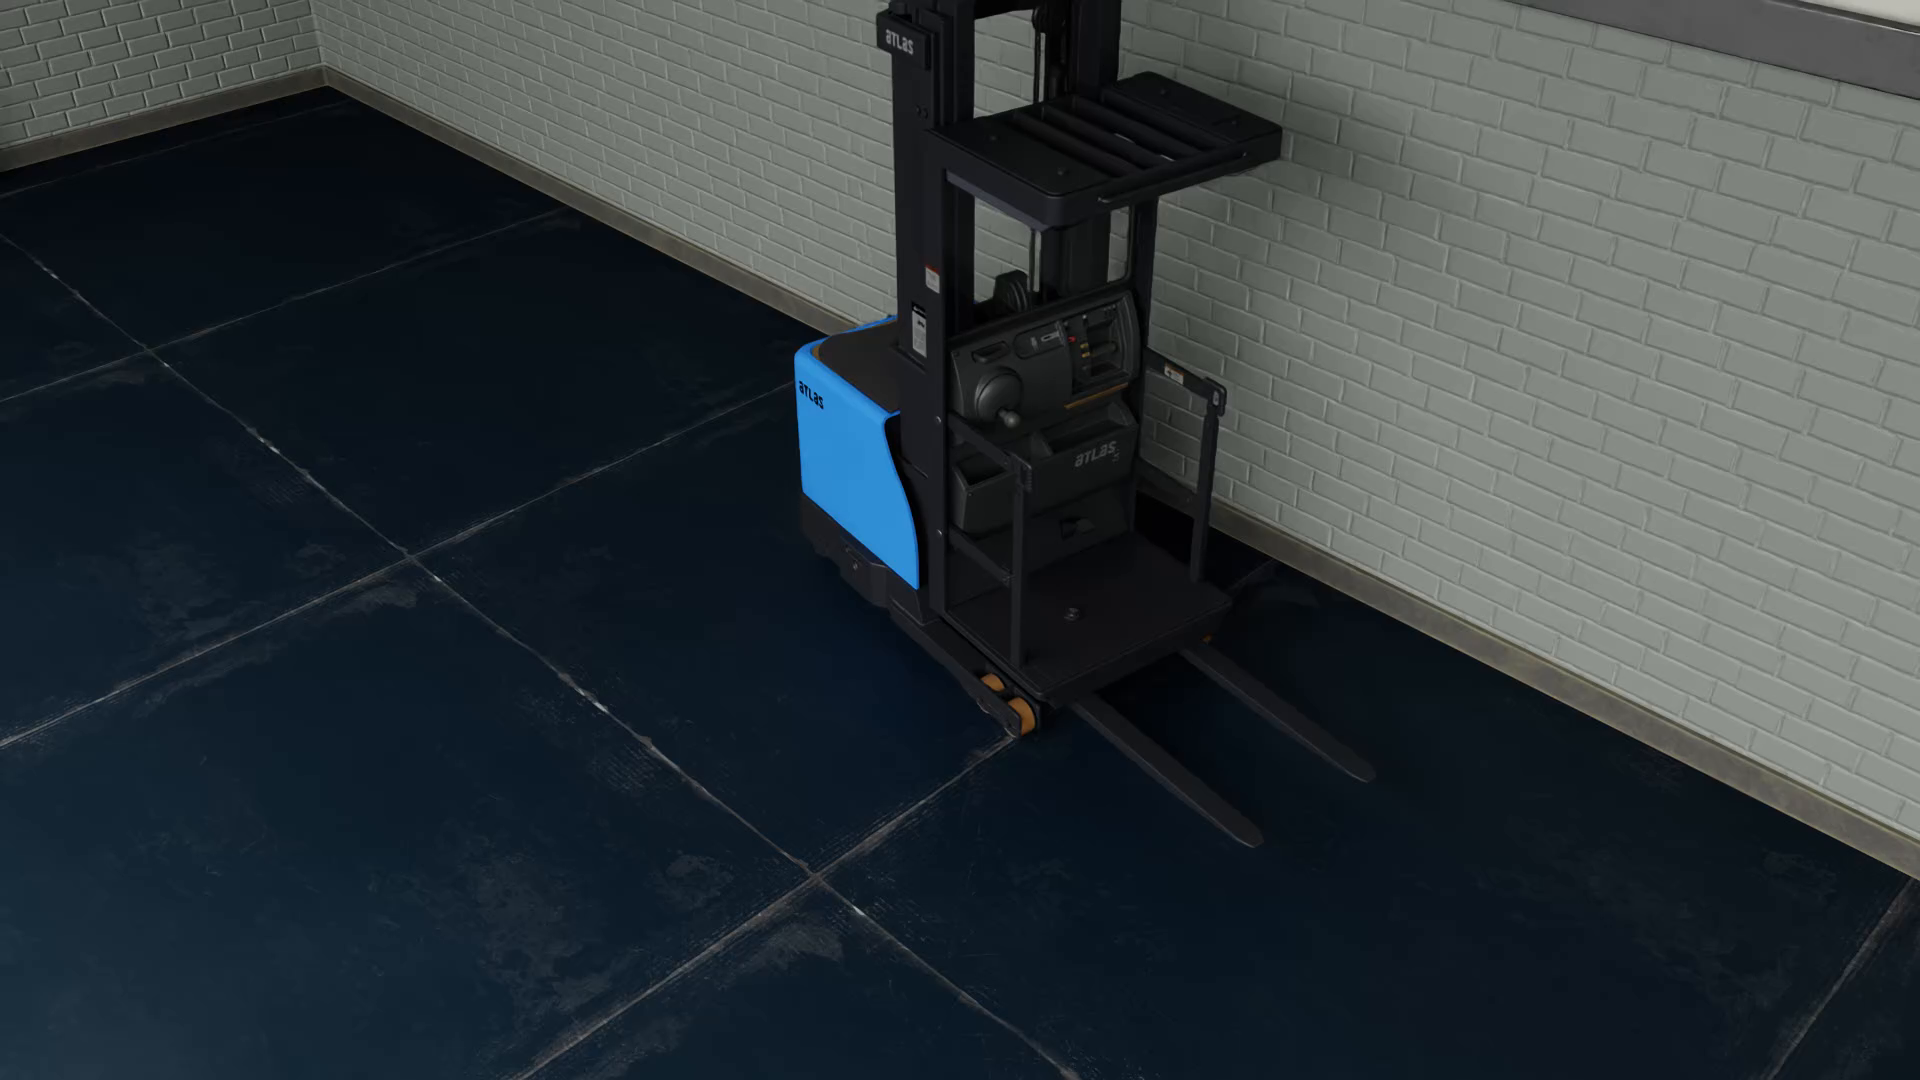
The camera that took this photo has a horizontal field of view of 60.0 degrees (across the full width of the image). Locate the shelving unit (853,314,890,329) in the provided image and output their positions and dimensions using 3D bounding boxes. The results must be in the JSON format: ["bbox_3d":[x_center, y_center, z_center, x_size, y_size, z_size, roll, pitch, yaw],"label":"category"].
[{"bbox_3d":[-0.371,-0.667,8.420,0.210,0.900,0.258,-23,41,-29],"label":"shelving unit"}]

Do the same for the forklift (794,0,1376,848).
[{"bbox_3d":[0.485,-0.684,6.668,1.130,2.935,3.031,-22,41,-29],"label":"forklift"}]

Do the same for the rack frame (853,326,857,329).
[{"bbox_3d":[-0.452,-0.633,8.370,0.006,0.900,0.240,-23,41,-29],"label":"rack frame"}]

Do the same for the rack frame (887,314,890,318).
[{"bbox_3d":[-0.289,-0.702,8.470,0.006,0.900,0.240,-23,41,-29],"label":"rack frame"}]
